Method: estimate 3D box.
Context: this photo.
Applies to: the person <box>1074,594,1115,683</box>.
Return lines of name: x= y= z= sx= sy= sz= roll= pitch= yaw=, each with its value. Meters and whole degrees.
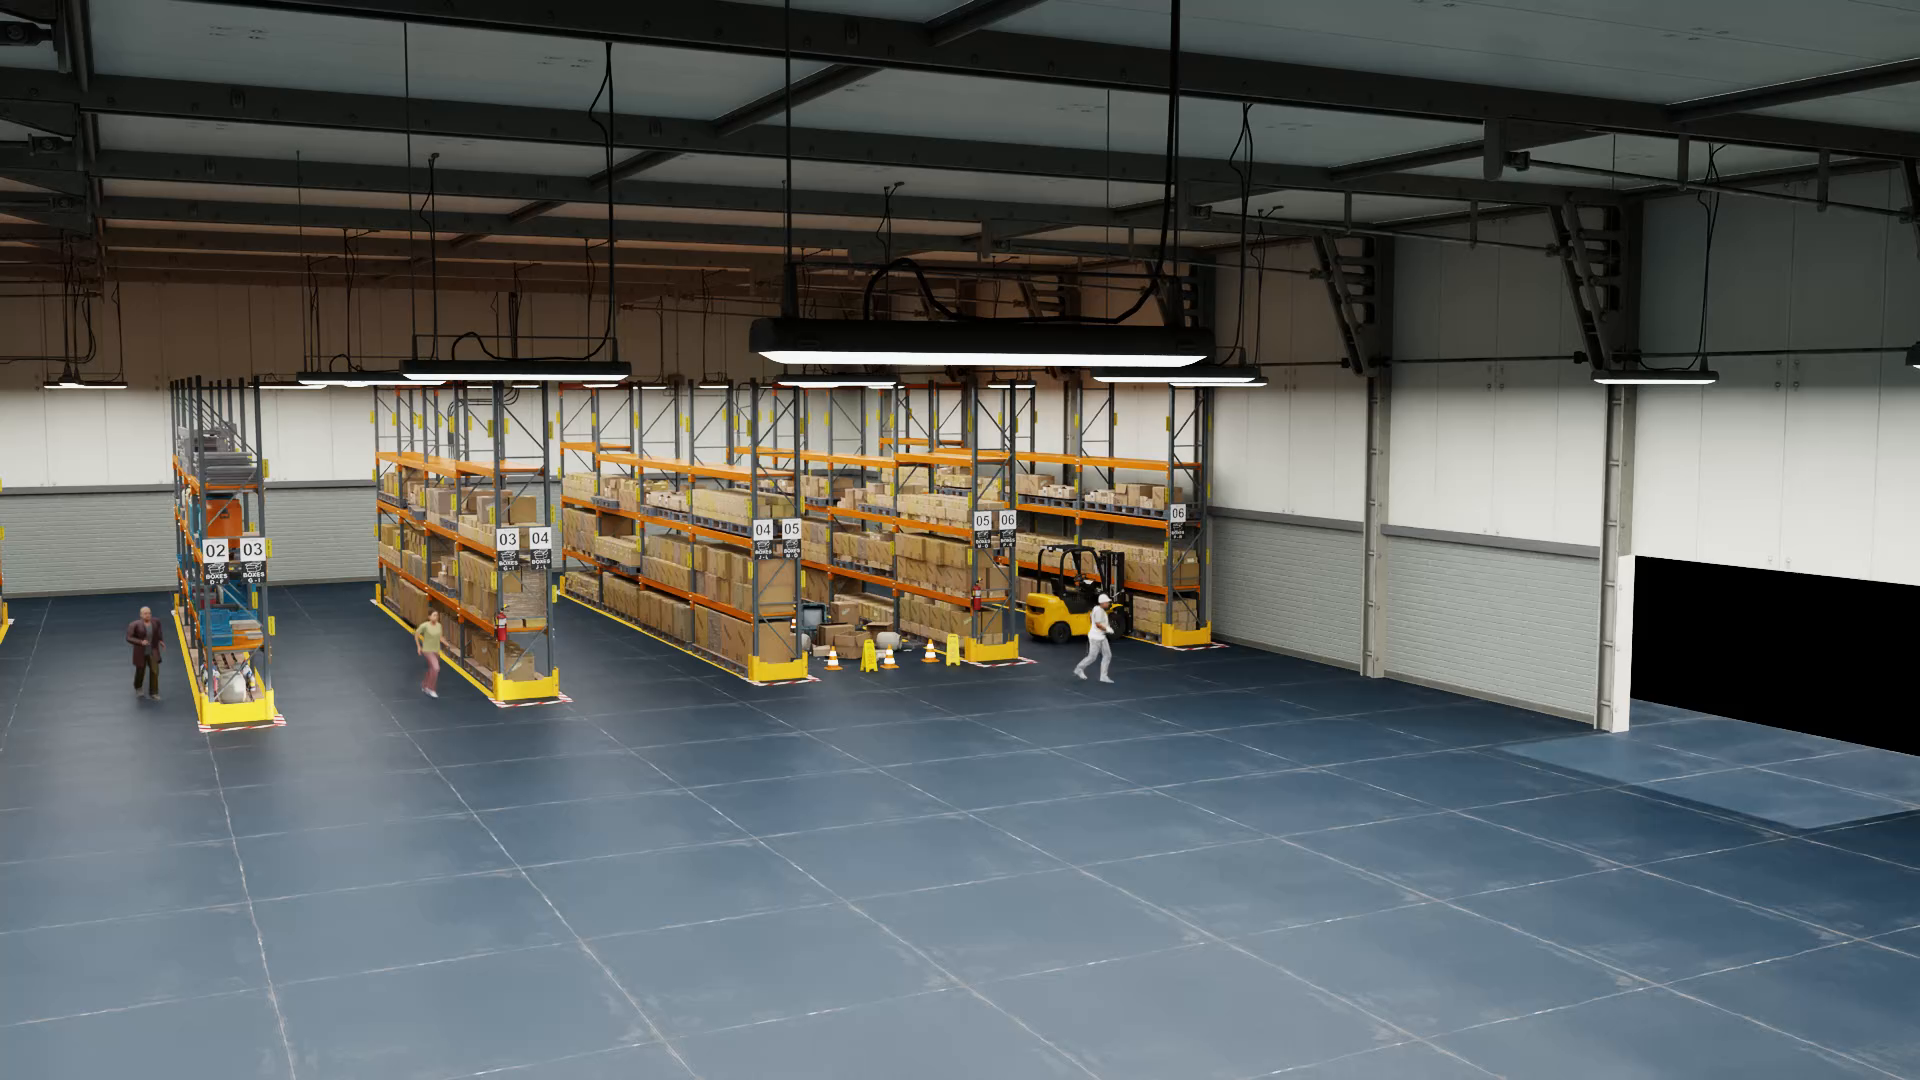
person: x=2.622 y=1.938 z=32.673 sx=0.851 sy=1.761 sz=0.637 roll=2 pitch=5 yaw=21

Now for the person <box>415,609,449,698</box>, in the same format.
person: x=-9.943 y=2.129 z=31.279 sx=0.771 sy=1.688 sz=0.484 roll=3 pitch=6 yaw=34

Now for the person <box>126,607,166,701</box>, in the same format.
person: x=-15.180 y=2.095 z=30.961 sx=0.697 sy=1.752 sz=1.043 roll=-4 pitch=7 yaw=-39

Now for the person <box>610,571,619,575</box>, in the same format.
person: x=-10.165 y=0.484 z=48.766 sx=0.537 sy=1.769 sz=0.623 roll=2 pitch=5 yaw=18
